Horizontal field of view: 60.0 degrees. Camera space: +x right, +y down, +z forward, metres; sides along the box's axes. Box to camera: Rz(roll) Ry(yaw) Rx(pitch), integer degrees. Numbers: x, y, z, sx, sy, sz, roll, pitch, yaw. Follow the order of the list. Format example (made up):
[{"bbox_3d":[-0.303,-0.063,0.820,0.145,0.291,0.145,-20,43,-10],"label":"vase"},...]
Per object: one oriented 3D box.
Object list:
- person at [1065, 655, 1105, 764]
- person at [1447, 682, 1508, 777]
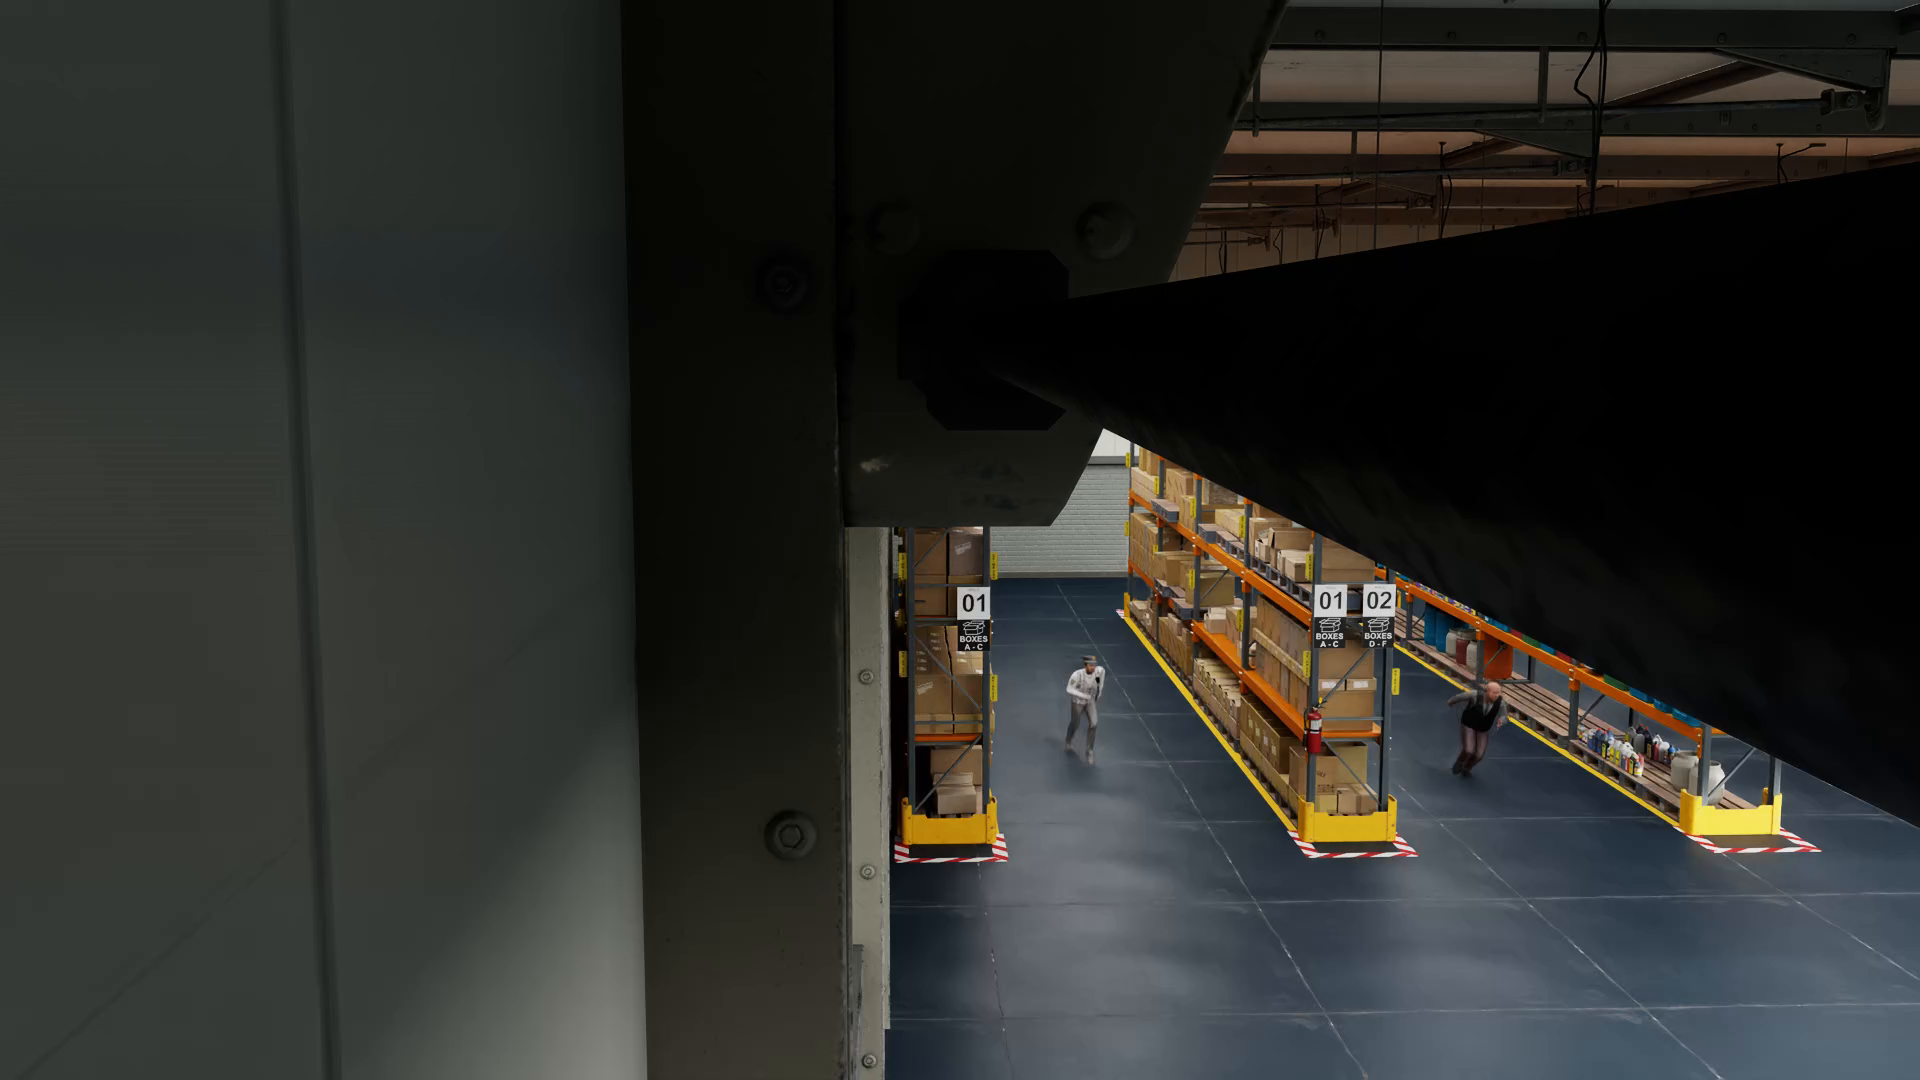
[{"bbox_3d":[1.805,2.434,24.512,0.662,1.639,0.944,-3,8,-20],"label":"person"},{"bbox_3d":[7.227,2.639,23.108,0.662,1.466,0.990,0,7,-3],"label":"person"}]
